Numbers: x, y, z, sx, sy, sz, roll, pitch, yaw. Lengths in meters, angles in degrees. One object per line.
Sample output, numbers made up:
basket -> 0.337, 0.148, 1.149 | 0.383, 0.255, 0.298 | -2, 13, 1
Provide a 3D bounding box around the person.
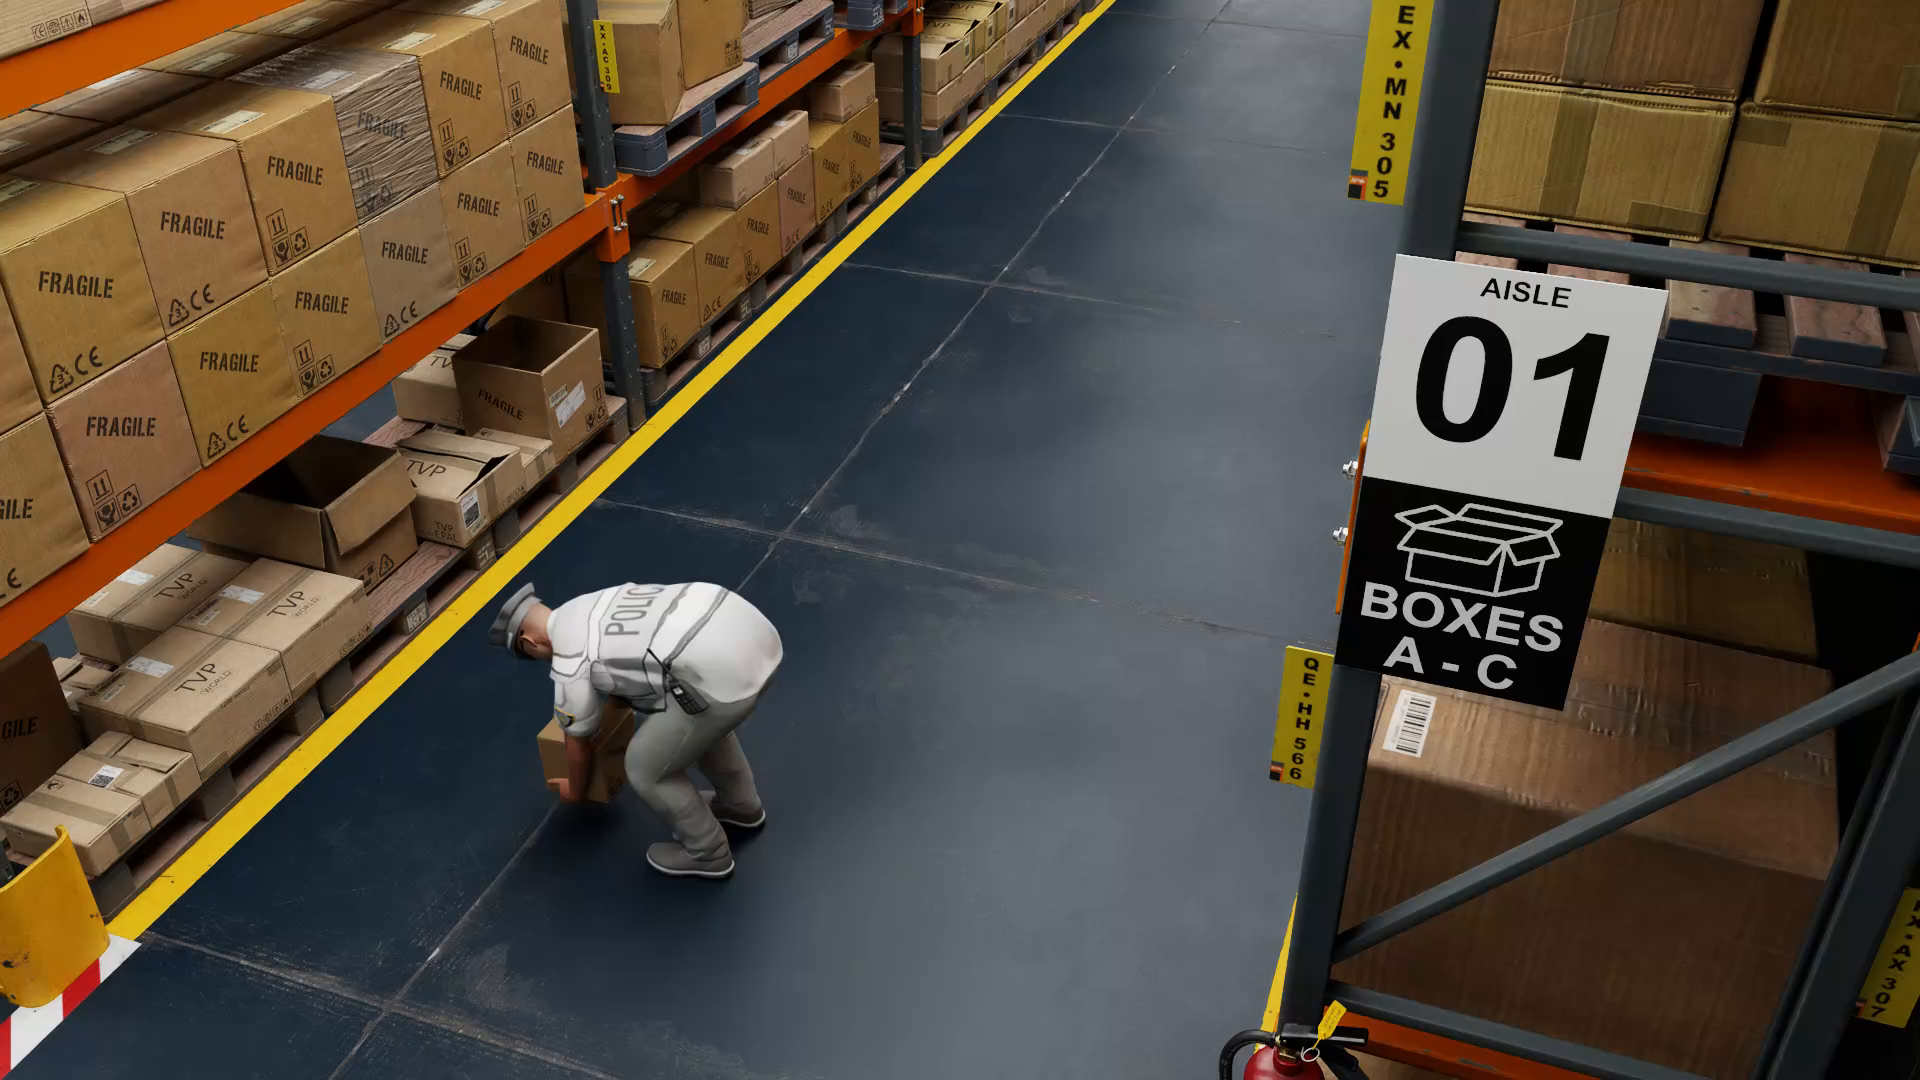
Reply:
person -> -1.133, 0.611, 5.823 | 1.015, 1.069, 0.515 | 10, 34, 14
